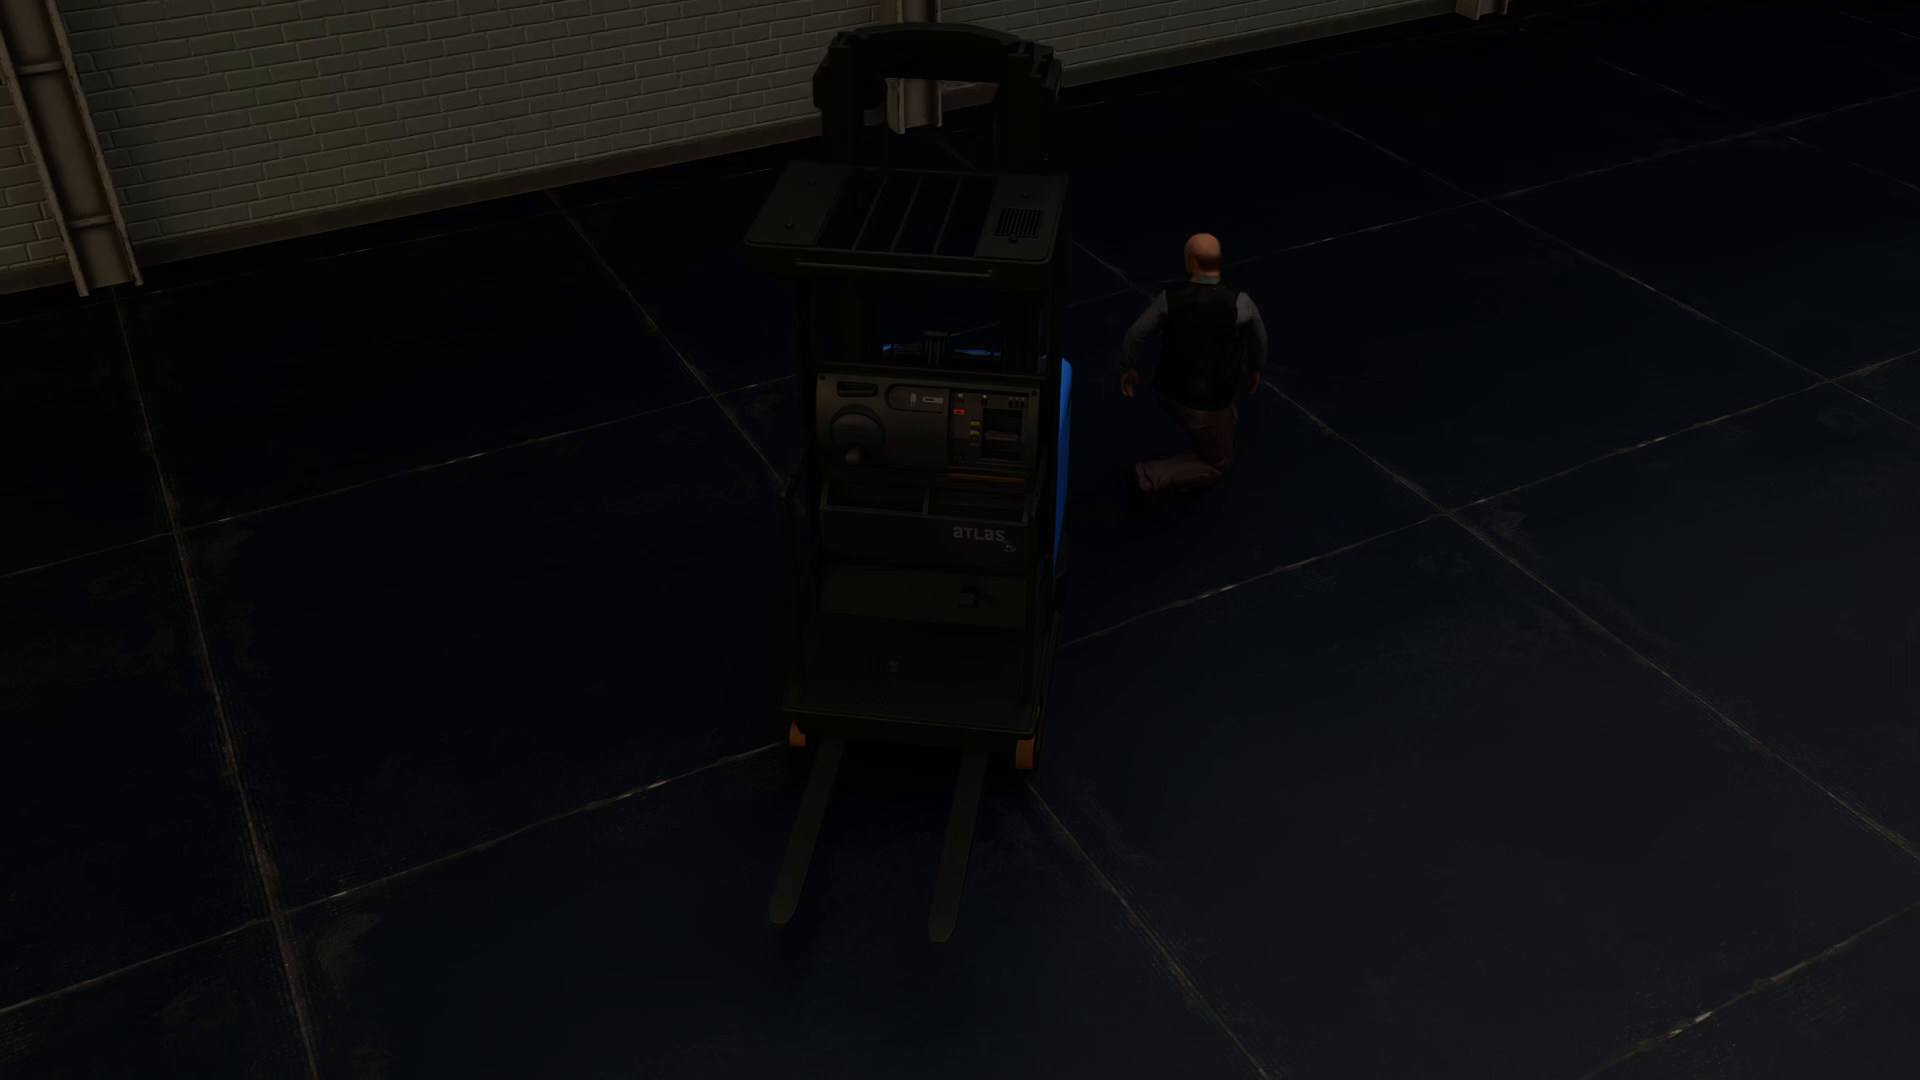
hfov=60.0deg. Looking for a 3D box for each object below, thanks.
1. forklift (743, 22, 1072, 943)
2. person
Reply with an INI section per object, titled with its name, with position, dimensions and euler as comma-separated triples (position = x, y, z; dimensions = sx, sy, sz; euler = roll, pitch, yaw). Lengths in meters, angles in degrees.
[forklift]
position = -0.165, -0.415, 6.710
dimensions = 1.130, 2.935, 3.031
euler = 5, 36, 7
[person]
position = 1.151, -0.832, 8.576
dimensions = 0.806, 1.502, 0.627
euler = -24, 42, -30
